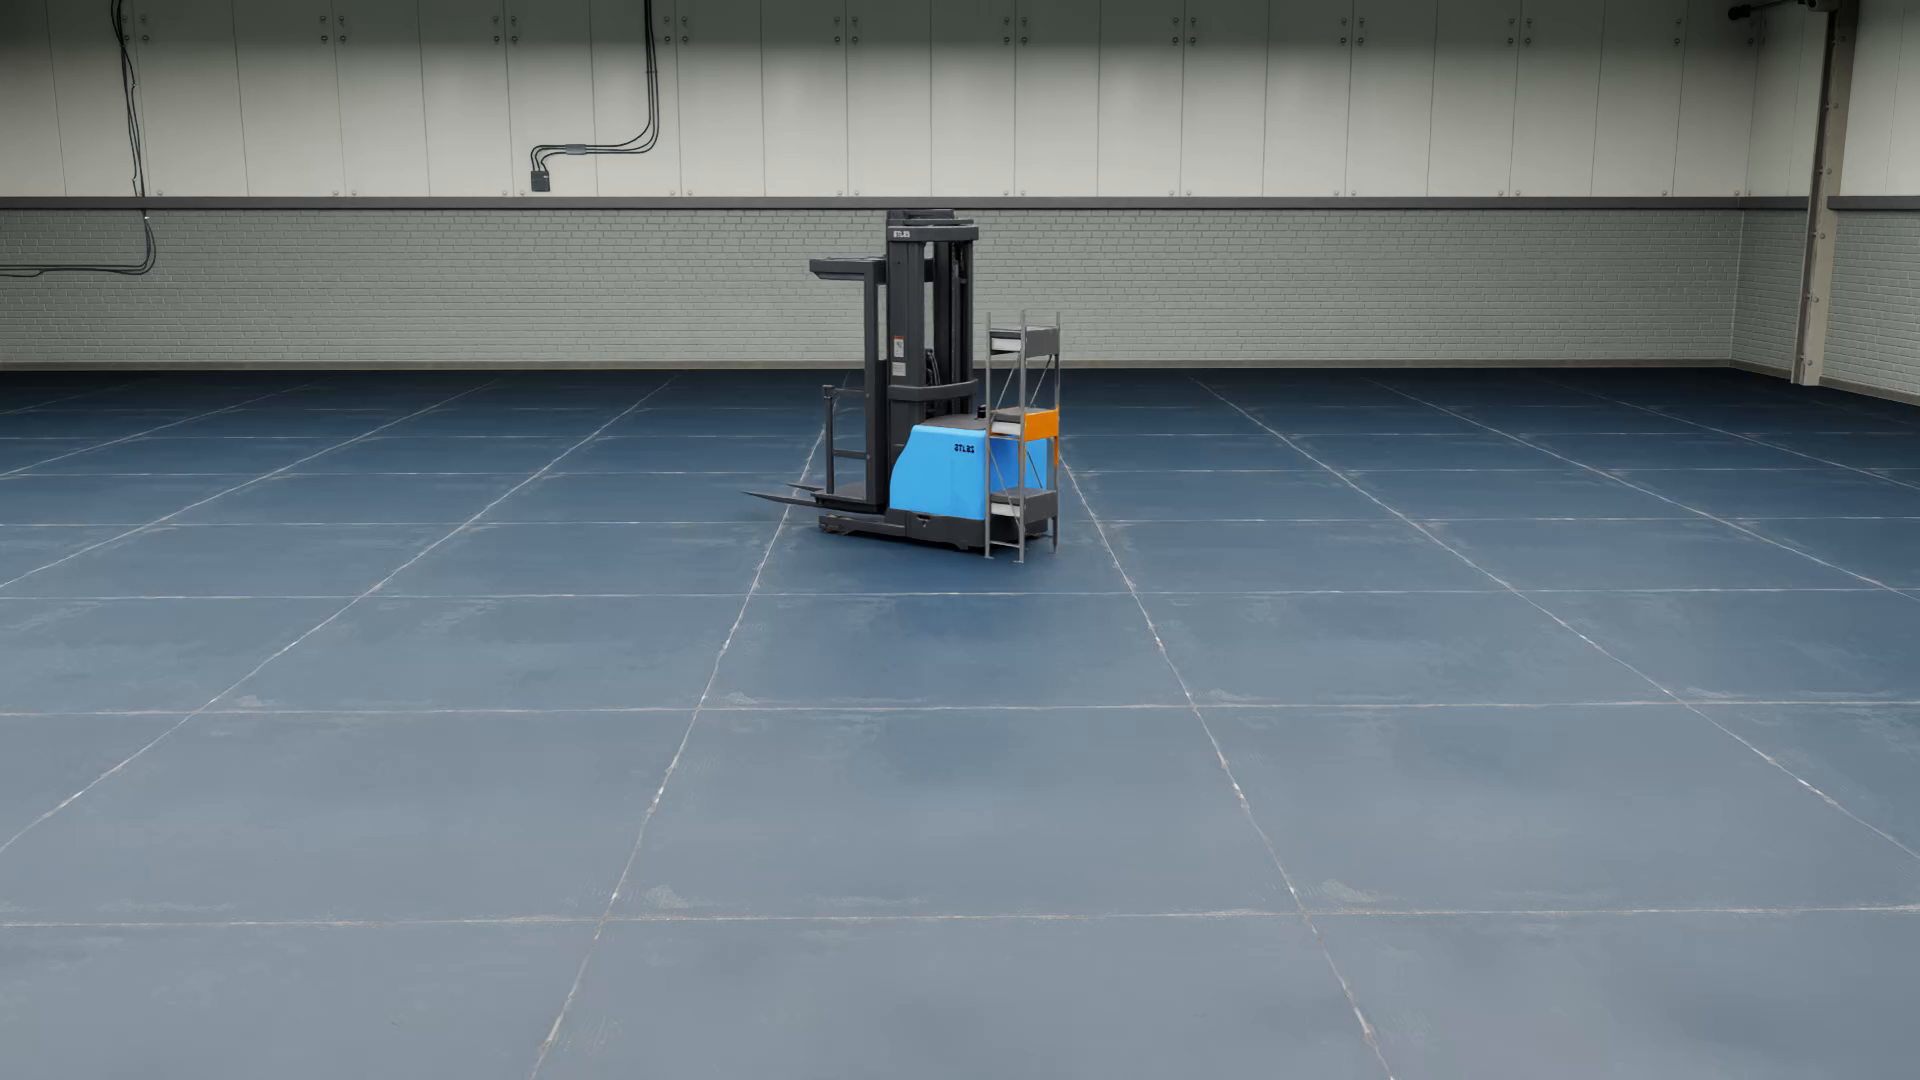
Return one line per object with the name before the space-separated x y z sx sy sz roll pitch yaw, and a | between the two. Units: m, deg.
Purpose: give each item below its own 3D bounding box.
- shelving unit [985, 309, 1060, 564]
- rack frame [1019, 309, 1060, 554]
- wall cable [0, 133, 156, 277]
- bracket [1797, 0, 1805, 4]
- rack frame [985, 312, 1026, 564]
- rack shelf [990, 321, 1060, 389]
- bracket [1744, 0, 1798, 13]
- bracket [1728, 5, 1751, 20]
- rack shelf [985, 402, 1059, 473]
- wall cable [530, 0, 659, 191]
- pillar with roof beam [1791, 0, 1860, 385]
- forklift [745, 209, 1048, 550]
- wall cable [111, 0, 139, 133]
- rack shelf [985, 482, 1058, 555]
shelving unit | 0.533 -0.892 14.175 0.431 2.100 0.503 9 15 38
rack frame | 0.686 -0.930 14.361 0.400 2.100 0.015 9 15 38
wall cable | -16.003 -5.973 29.676 3.097 2.526 0.112 0 11 -1
bracket | 13.866 -8.878 27.133 0.235 0.232 0.430 0 11 -1
rack frame | 0.379 -0.854 13.989 0.400 2.100 0.015 9 15 38
rack shelf | 0.533 -1.565 14.038 0.431 0.518 0.480 9 15 38
bracket | 13.829 -9.232 28.877 0.076 0.066 3.189 0 11 -1
bracket | 13.817 -9.349 29.456 0.235 0.232 0.430 0 11 -1
rack shelf | 0.533 -0.879 14.178 0.431 0.518 0.480 9 15 38
wall cable | -6.511 -9.197 29.206 2.305 6.003 0.169 0 11 -1
pillar with roof beam | 9.925 -7.015 27.005 9.100 9.000 0.548 0 11 -1
forklift | -0.689 -1.556 15.359 3.031 2.935 1.130 8 14 36
wall cable | -13.298 -8.459 29.229 3.097 2.526 0.112 0 11 -1
rack shelf | 0.533 -0.193 14.317 0.431 0.518 0.480 9 15 38
